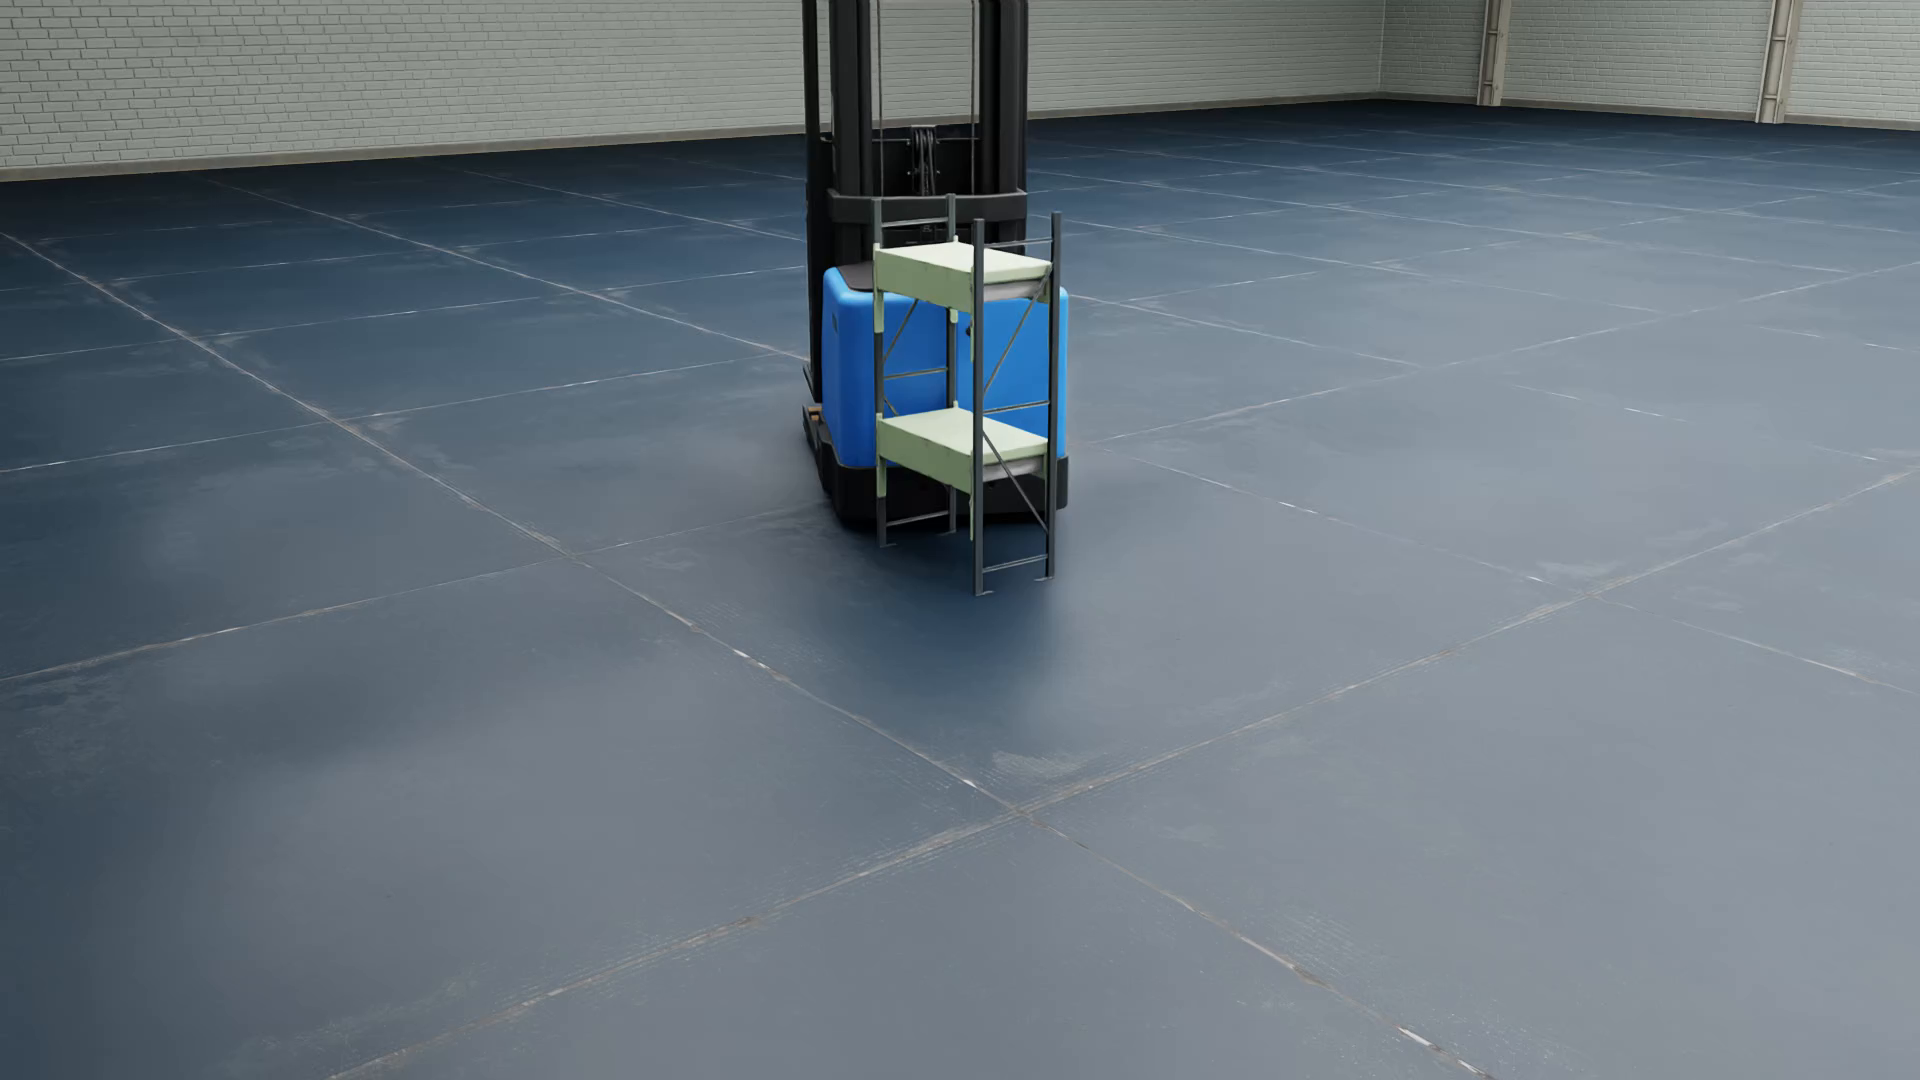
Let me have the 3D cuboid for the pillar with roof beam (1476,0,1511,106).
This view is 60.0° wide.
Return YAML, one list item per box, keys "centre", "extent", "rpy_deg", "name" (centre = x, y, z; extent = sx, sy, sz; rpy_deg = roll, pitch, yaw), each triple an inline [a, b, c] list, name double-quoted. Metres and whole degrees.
- centre: [7.729, -12.560, 30.977]
  extent: [9.100, 9.000, 0.400]
  rpy_deg: [-14, 23, -36]
  name: "pillar with roof beam"

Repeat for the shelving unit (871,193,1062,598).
- centre: [0.015, -0.613, 6.829]
  extent: [0.431, 1.500, 0.755]
  rpy_deg: [-12, 22, -32]
  name: "shelving unit"

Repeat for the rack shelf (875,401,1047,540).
- centre: [0.015, -0.304, 6.931]
  extent: [0.431, 0.370, 0.720]
  rpy_deg: [-12, 22, -32]
  name: "rack shelf"

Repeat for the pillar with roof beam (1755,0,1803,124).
- centre: [11.455, -11.081, 26.512]
  extent: [9.100, 9.000, 0.400]
  rpy_deg: [-14, 23, -36]
  name: "pillar with roof beam"

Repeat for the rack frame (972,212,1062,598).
- centre: [0.221, -0.518, 6.541]
  extent: [0.400, 1.500, 0.023]
  rpy_deg: [-12, 22, -32]
  name: "rack frame"

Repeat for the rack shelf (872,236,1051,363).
- centre: [0.015, -0.984, 6.706]
  extent: [0.431, 0.370, 0.720]
  rpy_deg: [-12, 22, -32]
  name: "rack shelf"

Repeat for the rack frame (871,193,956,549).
- centre: [-0.190, -0.709, 7.116]
  extent: [0.400, 1.500, 0.023]
  rpy_deg: [-12, 22, -32]
  name: "rack frame"

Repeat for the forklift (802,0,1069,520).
- centre: [-0.253, -1.903, 8.447]
  extent: [1.130, 2.935, 3.031]
  rpy_deg: [-3, 19, -9]
  name: "forklift"
